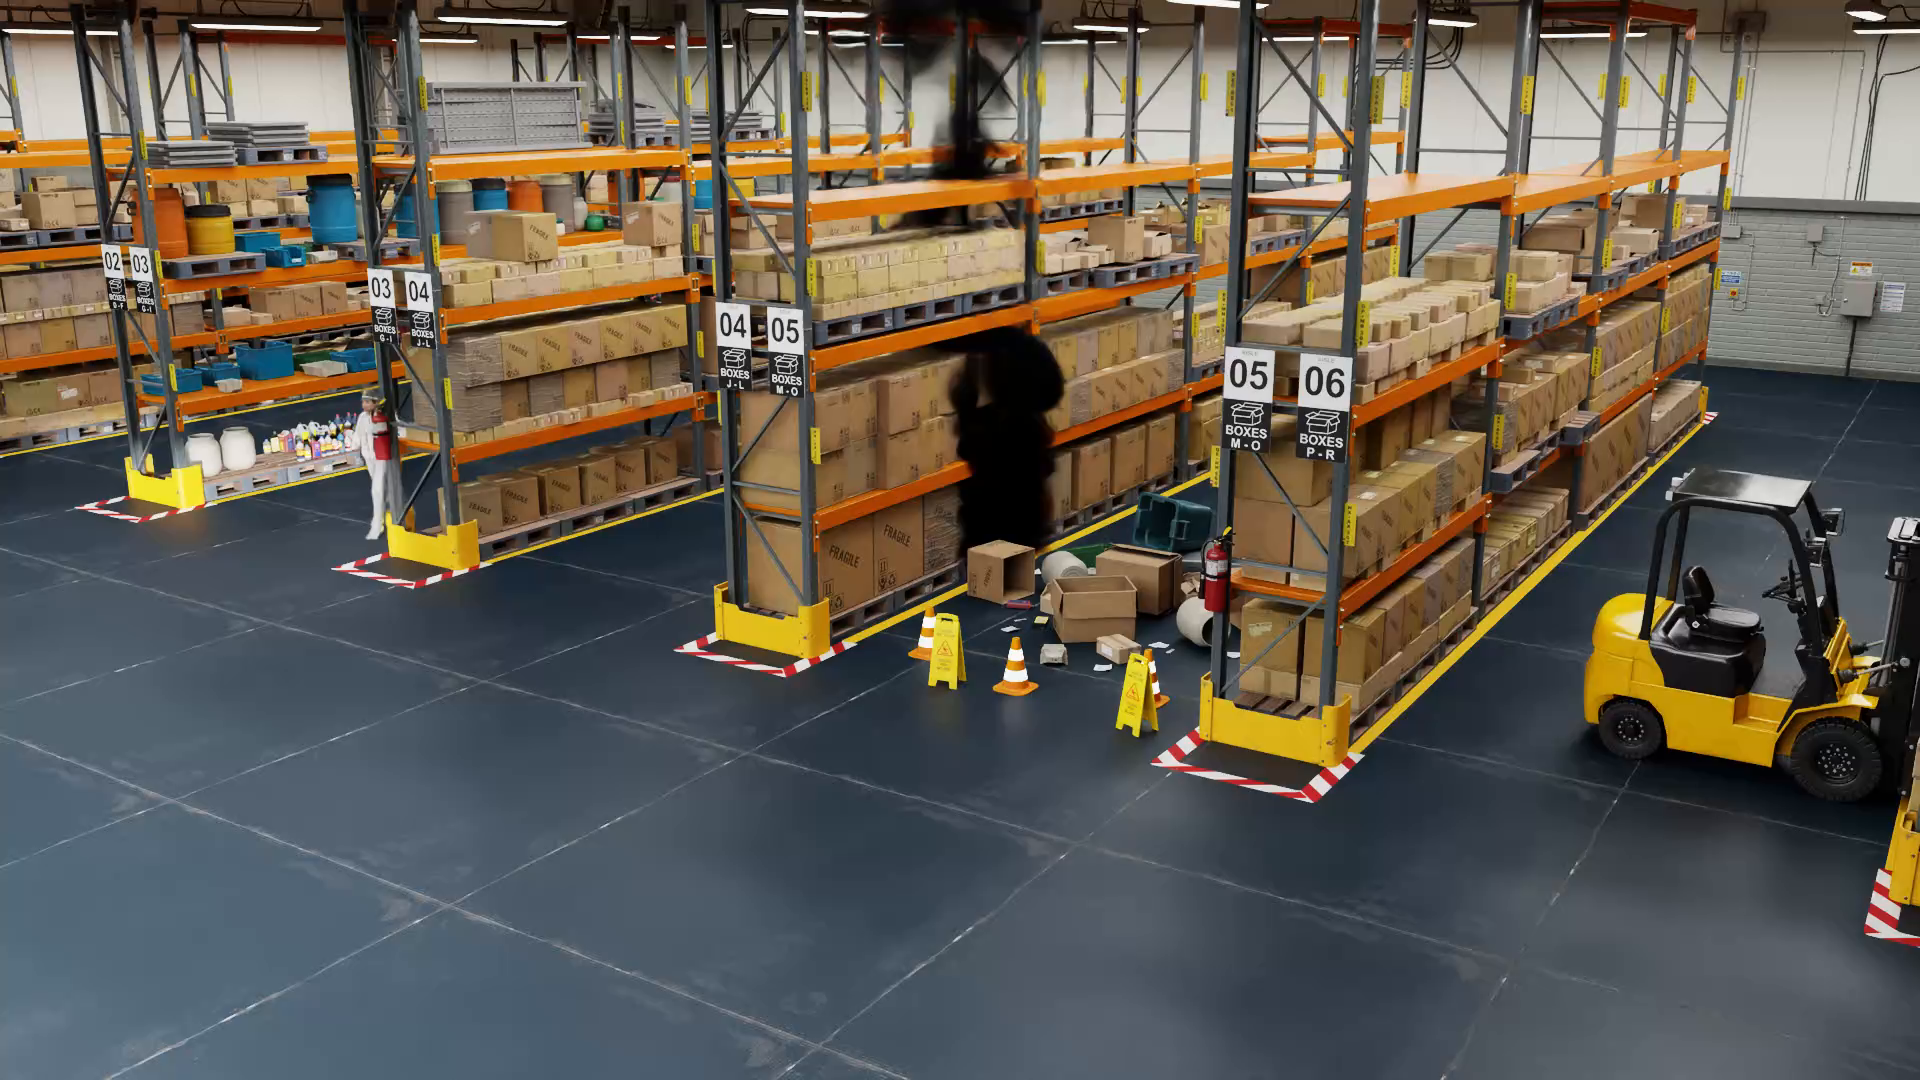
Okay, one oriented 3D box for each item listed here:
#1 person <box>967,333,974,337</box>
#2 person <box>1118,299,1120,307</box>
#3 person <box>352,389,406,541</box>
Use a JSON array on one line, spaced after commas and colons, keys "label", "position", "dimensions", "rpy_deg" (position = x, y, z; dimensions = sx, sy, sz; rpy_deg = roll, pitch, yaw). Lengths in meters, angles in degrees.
[{"label": "person", "position": [0.047, -1.862, 21.383], "dimensions": [0.644, 1.826, 0.832], "rpy_deg": [9, 18, 29]}, {"label": "person", "position": [2.729, -3.273, 27.863], "dimensions": [0.548, 1.704, 0.846], "rpy_deg": [8, 17, 27]}, {"label": "person", "position": [-6.757, -0.913, 19.358], "dimensions": [0.631, 1.743, 0.759], "rpy_deg": [7, 17, 24]}]
